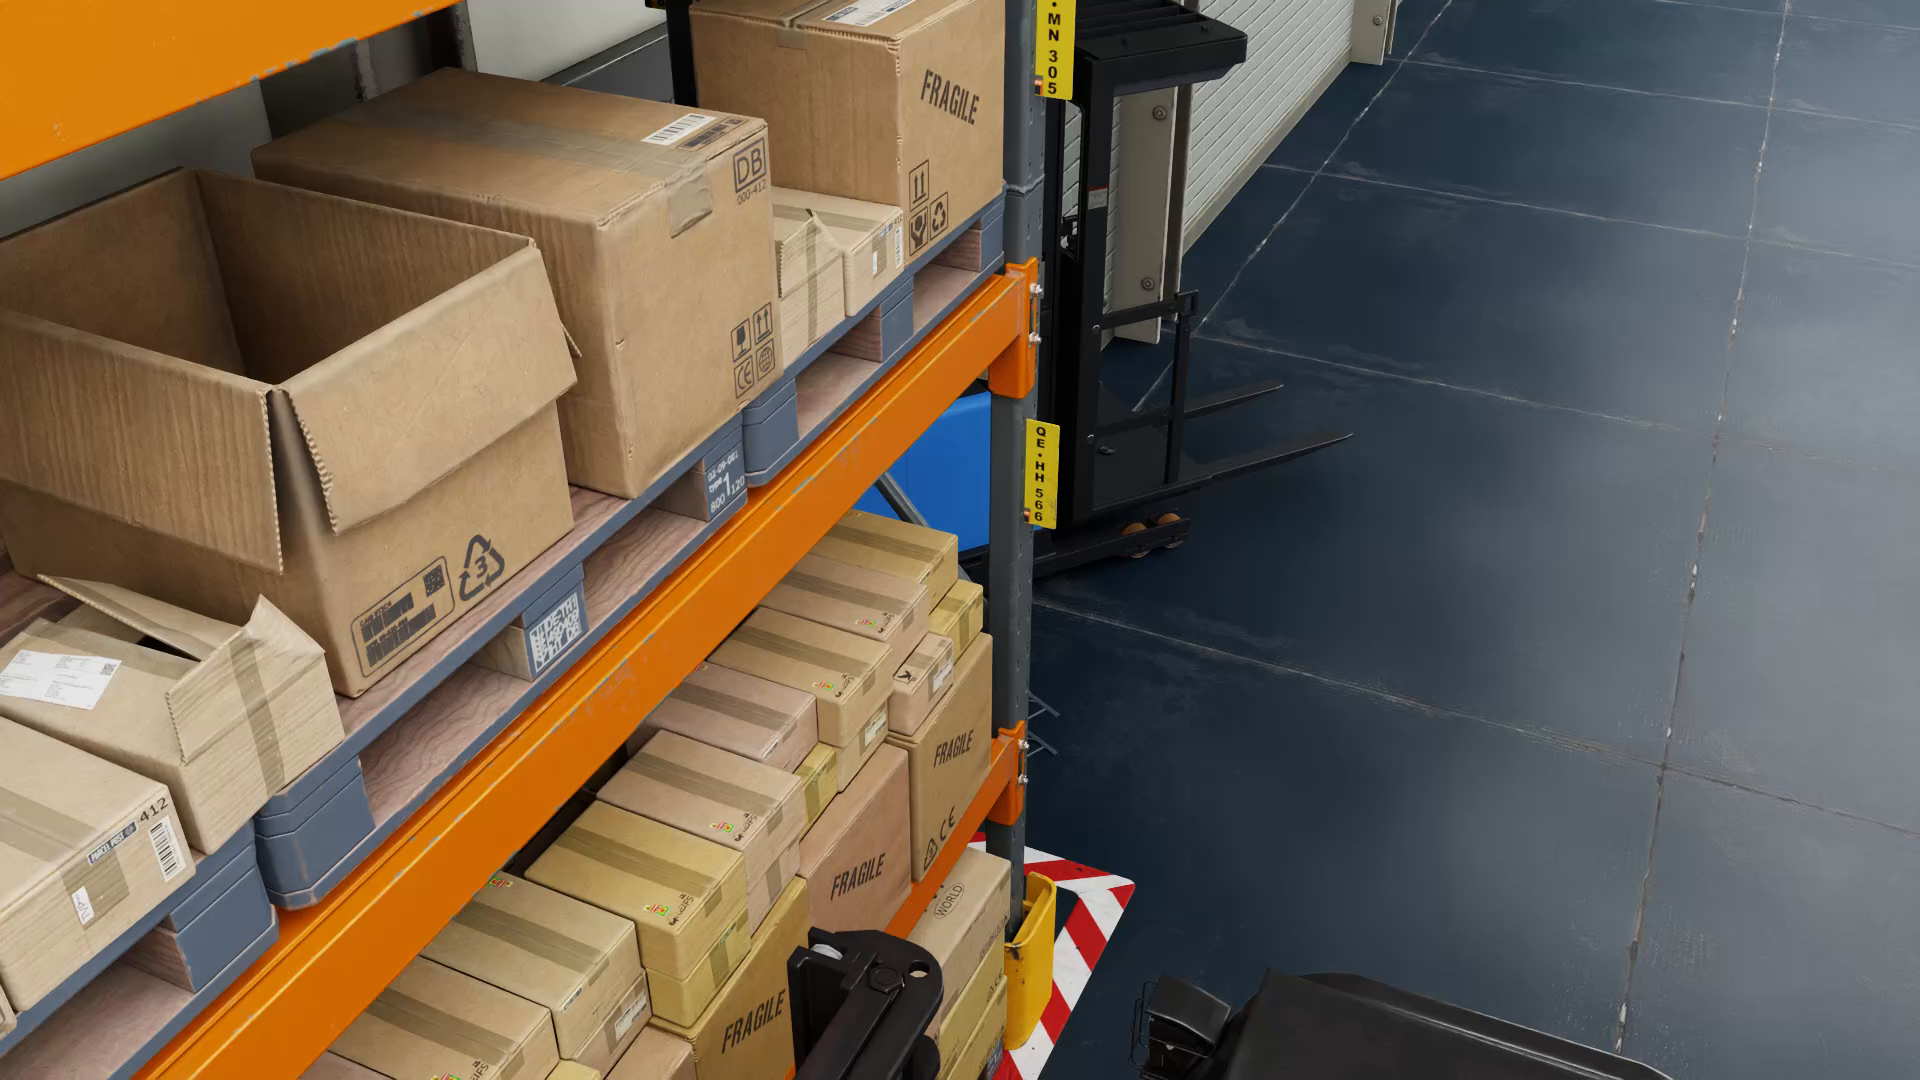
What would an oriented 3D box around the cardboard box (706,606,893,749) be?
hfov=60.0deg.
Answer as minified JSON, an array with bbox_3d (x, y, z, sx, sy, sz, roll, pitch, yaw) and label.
[{"bbox_3d":[-0.387,0.331,4.056,0.380,0.149,0.250,15,36,22],"label":"cardboard box"}]

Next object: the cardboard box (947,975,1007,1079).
[{"bbox_3d":[-0.179,1.556,5.267,0.500,0.250,0.500,14,36,21],"label":"cardboard box"}]

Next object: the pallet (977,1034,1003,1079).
[{"bbox_3d":[-0.551,1.831,5.264,1.003,0.211,1.213,14,36,20],"label":"pallet"}]

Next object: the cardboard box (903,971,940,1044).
[{"bbox_3d":[-0.387,1.388,4.611,0.500,0.250,0.500,15,36,21],"label":"cardboard box"}]

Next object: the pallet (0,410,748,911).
[{"bbox_3d":[-1.098,0.014,2.839,1.003,0.211,1.213,14,36,20],"label":"pallet"}]

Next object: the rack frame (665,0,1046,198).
[{"bbox_3d":[-0.269,-2.234,3.450,1.000,3.000,0.127,14,36,20],"label":"rack frame"}]

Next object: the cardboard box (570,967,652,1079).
[{"bbox_3d":[-0.861,0.947,3.388,0.380,0.149,0.250,14,36,20],"label":"cardboard box"}]

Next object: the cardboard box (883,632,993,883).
[{"bbox_3d":[-0.237,0.538,4.602,0.500,0.500,0.500,13,36,19],"label":"cardboard box"}]

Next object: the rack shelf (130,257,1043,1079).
[{"bbox_3d":[-1.106,0.317,2.951,1.077,0.370,4.000,14,36,20],"label":"rack shelf"}]

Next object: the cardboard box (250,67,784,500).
[{"bbox_3d":[-0.752,-0.475,2.938,0.700,0.500,0.500,14,36,21],"label":"cardboard box"}]

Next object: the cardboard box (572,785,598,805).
[{"bbox_3d":[-0.926,0.681,4.385,0.500,0.500,0.500,15,36,22],"label":"cardboard box"}]

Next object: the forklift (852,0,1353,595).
[{"bbox_3d":[0.558,-1.381,7.683,3.031,2.935,1.130,-16,36,-22],"label":"forklift"}]

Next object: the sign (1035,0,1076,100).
[{"bbox_3d":[0.218,-1.185,3.851,0.100,0.325,0.005,14,36,20],"label":"sign"}]

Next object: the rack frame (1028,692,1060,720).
[{"bbox_3d":[0.027,0.561,7.010,0.240,0.006,0.900,-24,41,-32],"label":"rack frame"}]

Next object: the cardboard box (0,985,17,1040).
[{"bbox_3d":[-1.373,0.474,1.663,0.500,0.311,0.500,15,36,21],"label":"cardboard box"}]

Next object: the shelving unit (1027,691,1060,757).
[{"bbox_3d":[0.027,0.646,7.067,0.258,0.210,0.900,-24,41,-32],"label":"shelving unit"}]

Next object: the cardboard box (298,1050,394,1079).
[{"bbox_3d":[-1.073,1.079,2.915,0.380,0.149,0.250,14,36,20],"label":"cardboard box"}]

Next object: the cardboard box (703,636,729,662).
[{"bbox_3d":[-0.804,0.334,4.323,0.380,0.149,0.250,14,36,20],"label":"cardboard box"}]

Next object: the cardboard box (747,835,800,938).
[{"bbox_3d":[-0.587,0.713,3.745,0.380,0.149,0.250,13,35,19],"label":"cardboard box"}]

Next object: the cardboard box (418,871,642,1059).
[{"bbox_3d":[-0.864,0.829,3.295,0.380,0.149,0.250,15,36,21],"label":"cardboard box"}]

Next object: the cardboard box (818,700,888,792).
[{"bbox_3d":[-0.404,0.448,4.148,0.380,0.149,0.250,15,36,21],"label":"cardboard box"}]

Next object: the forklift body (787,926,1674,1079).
[{"bbox_3d":[0.594,1.993,3.249,2.313,2.155,1.214,14,36,20],"label":"forklift body"}]

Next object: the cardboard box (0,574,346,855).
[{"bbox_3d":[-1.046,0.182,2.150,0.396,0.266,0.258,13,36,19],"label":"cardboard box"}]

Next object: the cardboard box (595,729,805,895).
[{"bbox_3d":[-0.567,0.593,3.656,0.380,0.149,0.250,15,36,22],"label":"cardboard box"}]

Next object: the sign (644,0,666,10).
[{"bbox_3d":[-0.771,-1.508,4.210,0.100,0.325,0.005,14,36,20],"label":"sign"}]

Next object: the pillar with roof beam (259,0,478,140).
[{"bbox_3d":[2.531,-1.106,1.731,9.100,9.000,0.400,14,36,20],"label":"pillar with roof beam"}]

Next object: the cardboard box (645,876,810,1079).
[{"bbox_3d":[-0.676,1.050,3.822,0.500,0.500,0.500,13,36,20],"label":"cardboard box"}]

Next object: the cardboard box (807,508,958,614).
[{"bbox_3d":[-0.228,0.064,4.463,0.380,0.149,0.250,14,36,21],"label":"cardboard box"}]

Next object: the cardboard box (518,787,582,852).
[{"bbox_3d":[-1.140,0.561,3.977,0.380,0.149,0.250,15,36,21],"label":"cardboard box"}]

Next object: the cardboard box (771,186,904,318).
[{"bbox_3d":[-0.340,-0.610,3.463,0.380,0.149,0.250,13,35,19],"label":"cardboard box"}]

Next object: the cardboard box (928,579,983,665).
[{"bbox_3d":[-0.160,0.199,4.529,0.380,0.149,0.250,15,36,21],"label":"cardboard box"}]

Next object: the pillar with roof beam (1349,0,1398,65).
[{"bbox_3d":[7.552,-7.083,10.845,9.100,9.000,0.400,14,36,20],"label":"pillar with roof beam"}]
